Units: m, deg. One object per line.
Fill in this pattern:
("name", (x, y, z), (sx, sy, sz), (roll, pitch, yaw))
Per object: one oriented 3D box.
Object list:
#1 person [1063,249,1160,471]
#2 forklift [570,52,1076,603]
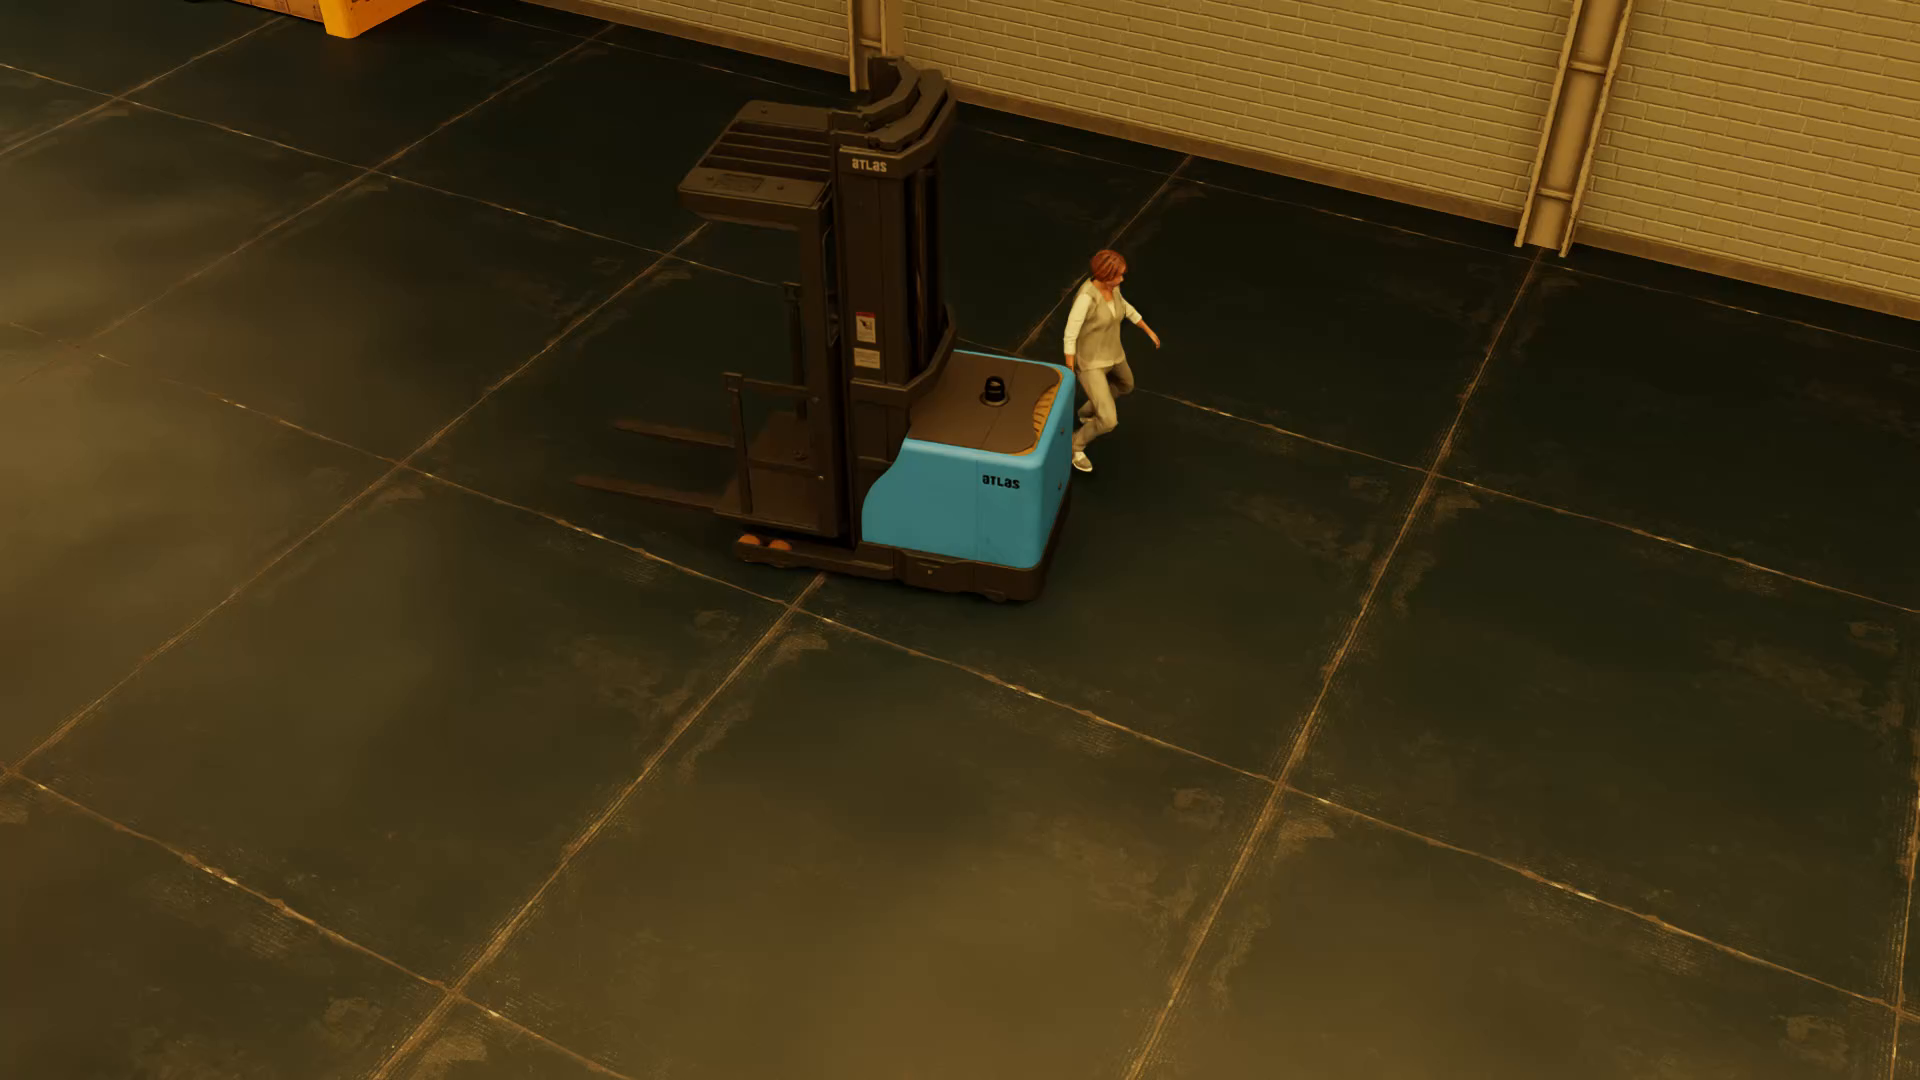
("person", (0.912, -1.157, 10.505), (0.563, 1.489, 0.803), (27, 47, 29))
("forklift", (-0.880, -1.273, 9.498), (3.031, 2.935, 1.130), (10, 41, 11))
